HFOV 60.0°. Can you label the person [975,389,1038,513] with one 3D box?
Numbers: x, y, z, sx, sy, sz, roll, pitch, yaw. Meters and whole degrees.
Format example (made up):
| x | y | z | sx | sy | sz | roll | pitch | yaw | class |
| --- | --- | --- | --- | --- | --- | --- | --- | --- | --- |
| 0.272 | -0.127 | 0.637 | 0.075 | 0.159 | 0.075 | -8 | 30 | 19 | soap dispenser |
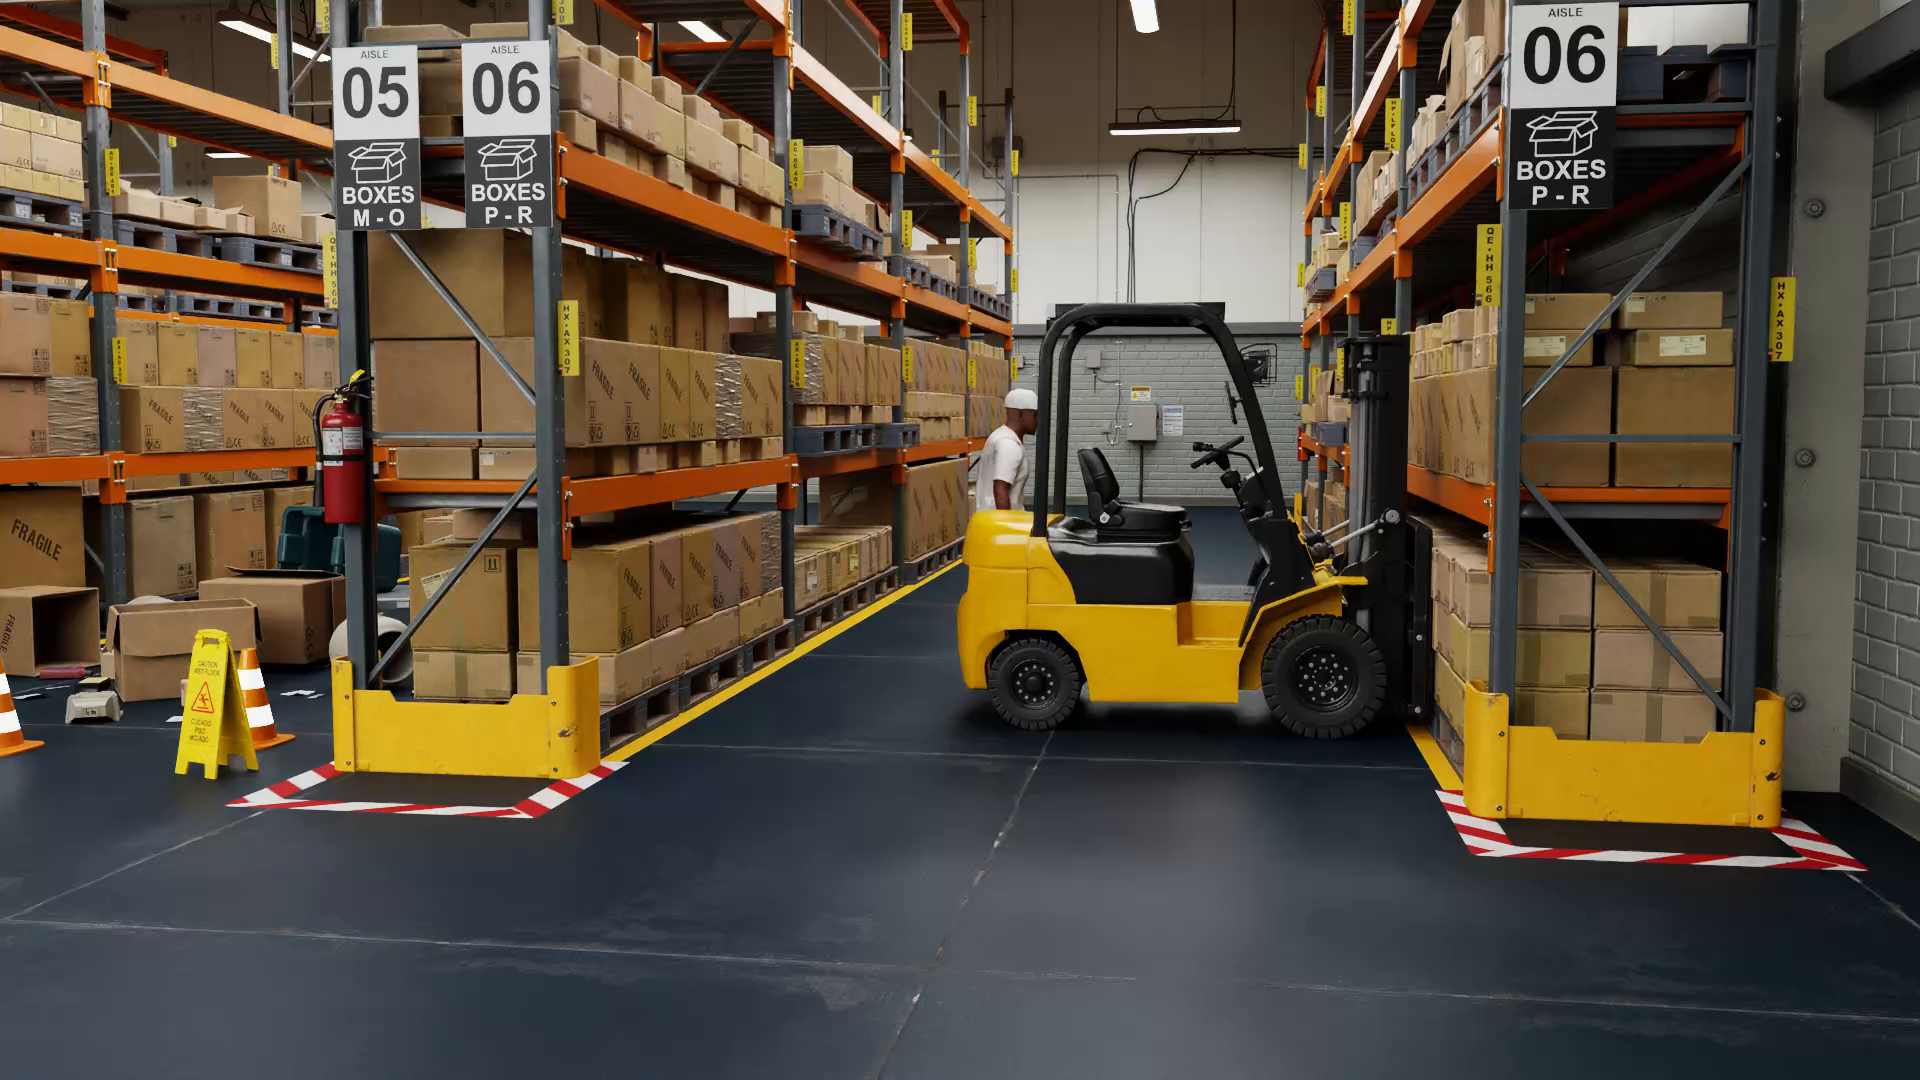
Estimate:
| x | y | z | sx | sy | sz | roll | pitch | yaw | class |
| --- | --- | --- | --- | --- | --- | --- | --- | --- | --- |
| 0.328 | -0.078 | 10.548 | 0.461 | 1.759 | 0.632 | 0 | 4 | 5 | person |
